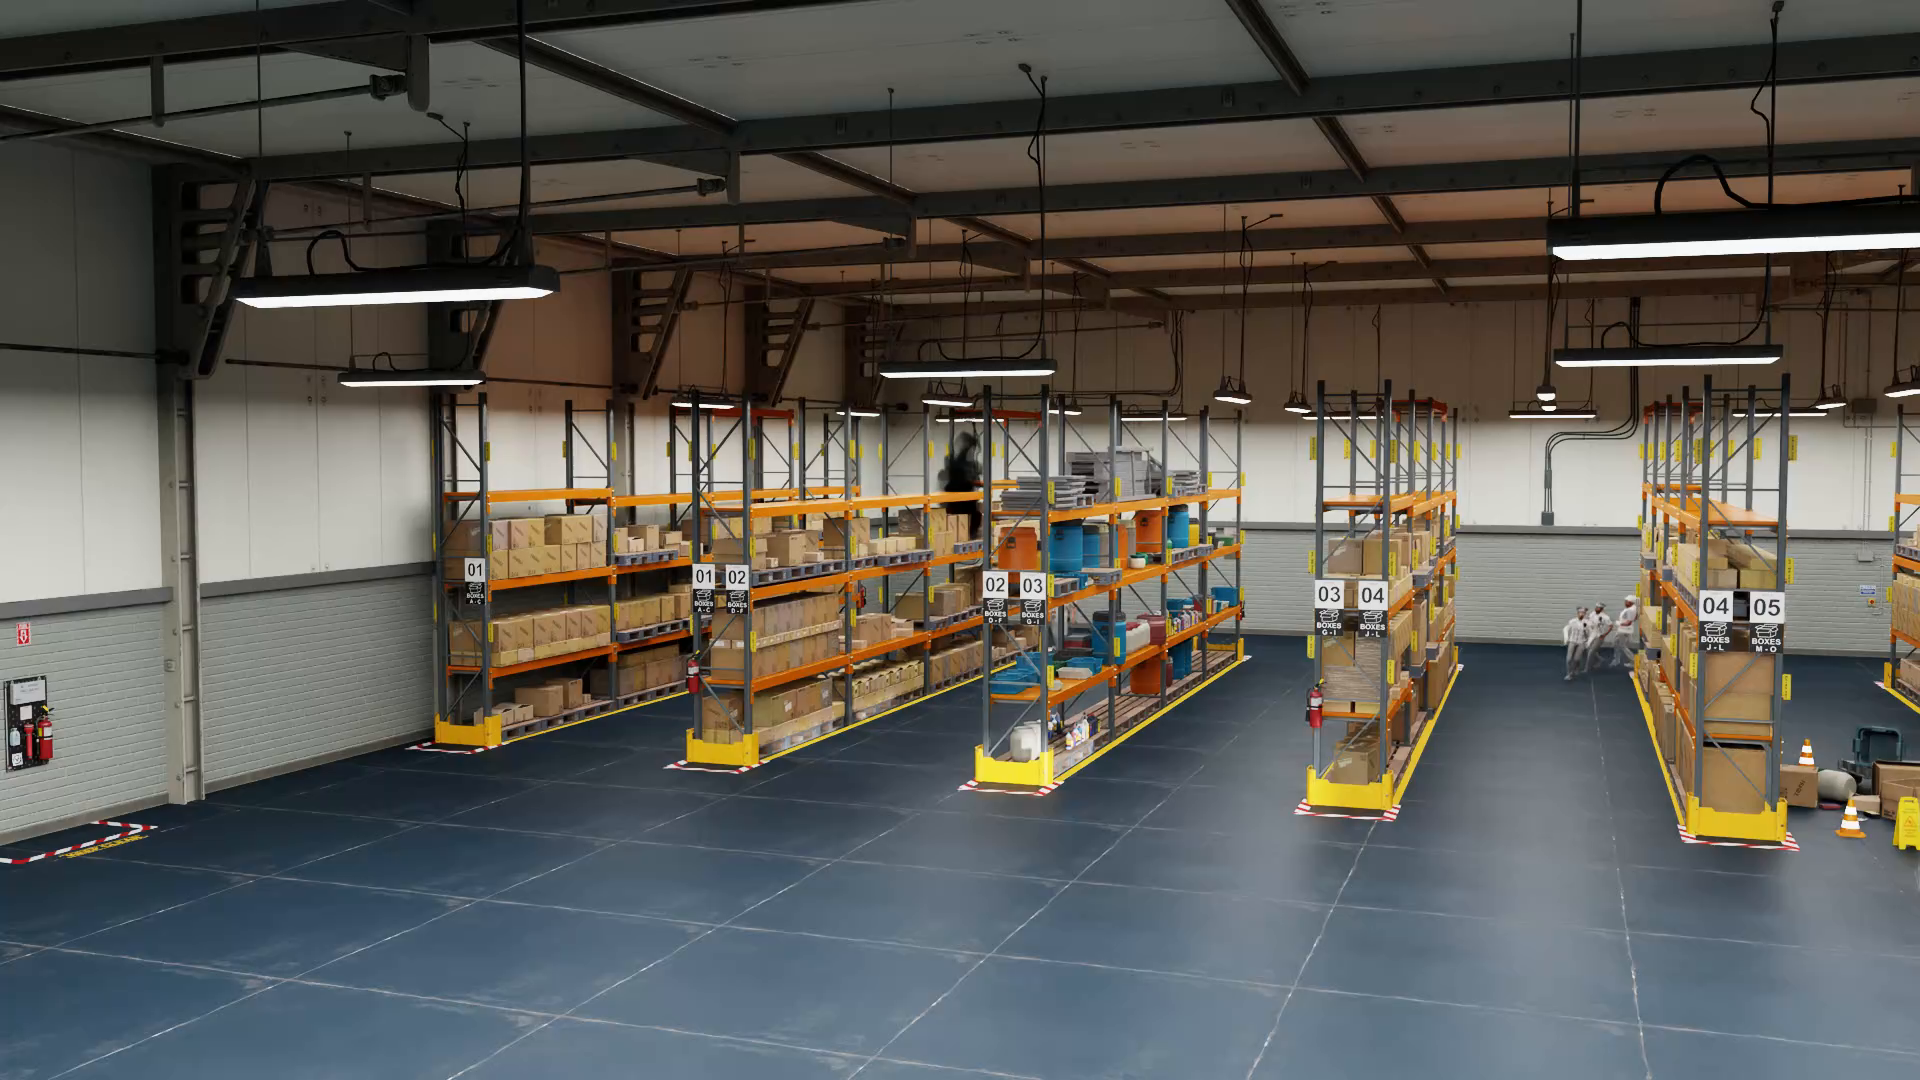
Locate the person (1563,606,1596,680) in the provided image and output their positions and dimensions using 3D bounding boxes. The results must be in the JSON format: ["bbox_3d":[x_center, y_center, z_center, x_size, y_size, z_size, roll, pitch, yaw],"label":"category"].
[{"bbox_3d":[13.523,2.264,36.360,0.672,1.645,0.496,2,4,34],"label":"person"}]

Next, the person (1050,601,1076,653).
[{"bbox_3d":[2.241,1.873,37.376,0.652,1.888,0.715,1,3,14],"label":"person"}]

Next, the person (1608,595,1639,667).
[{"bbox_3d":[15.240,2.113,38.226,0.654,1.757,0.807,1,3,25],"label":"person"}]

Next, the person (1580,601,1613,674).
[{"bbox_3d":[14.416,2.191,37.518,0.745,1.662,0.620,-2,4,-34],"label":"person"}]
